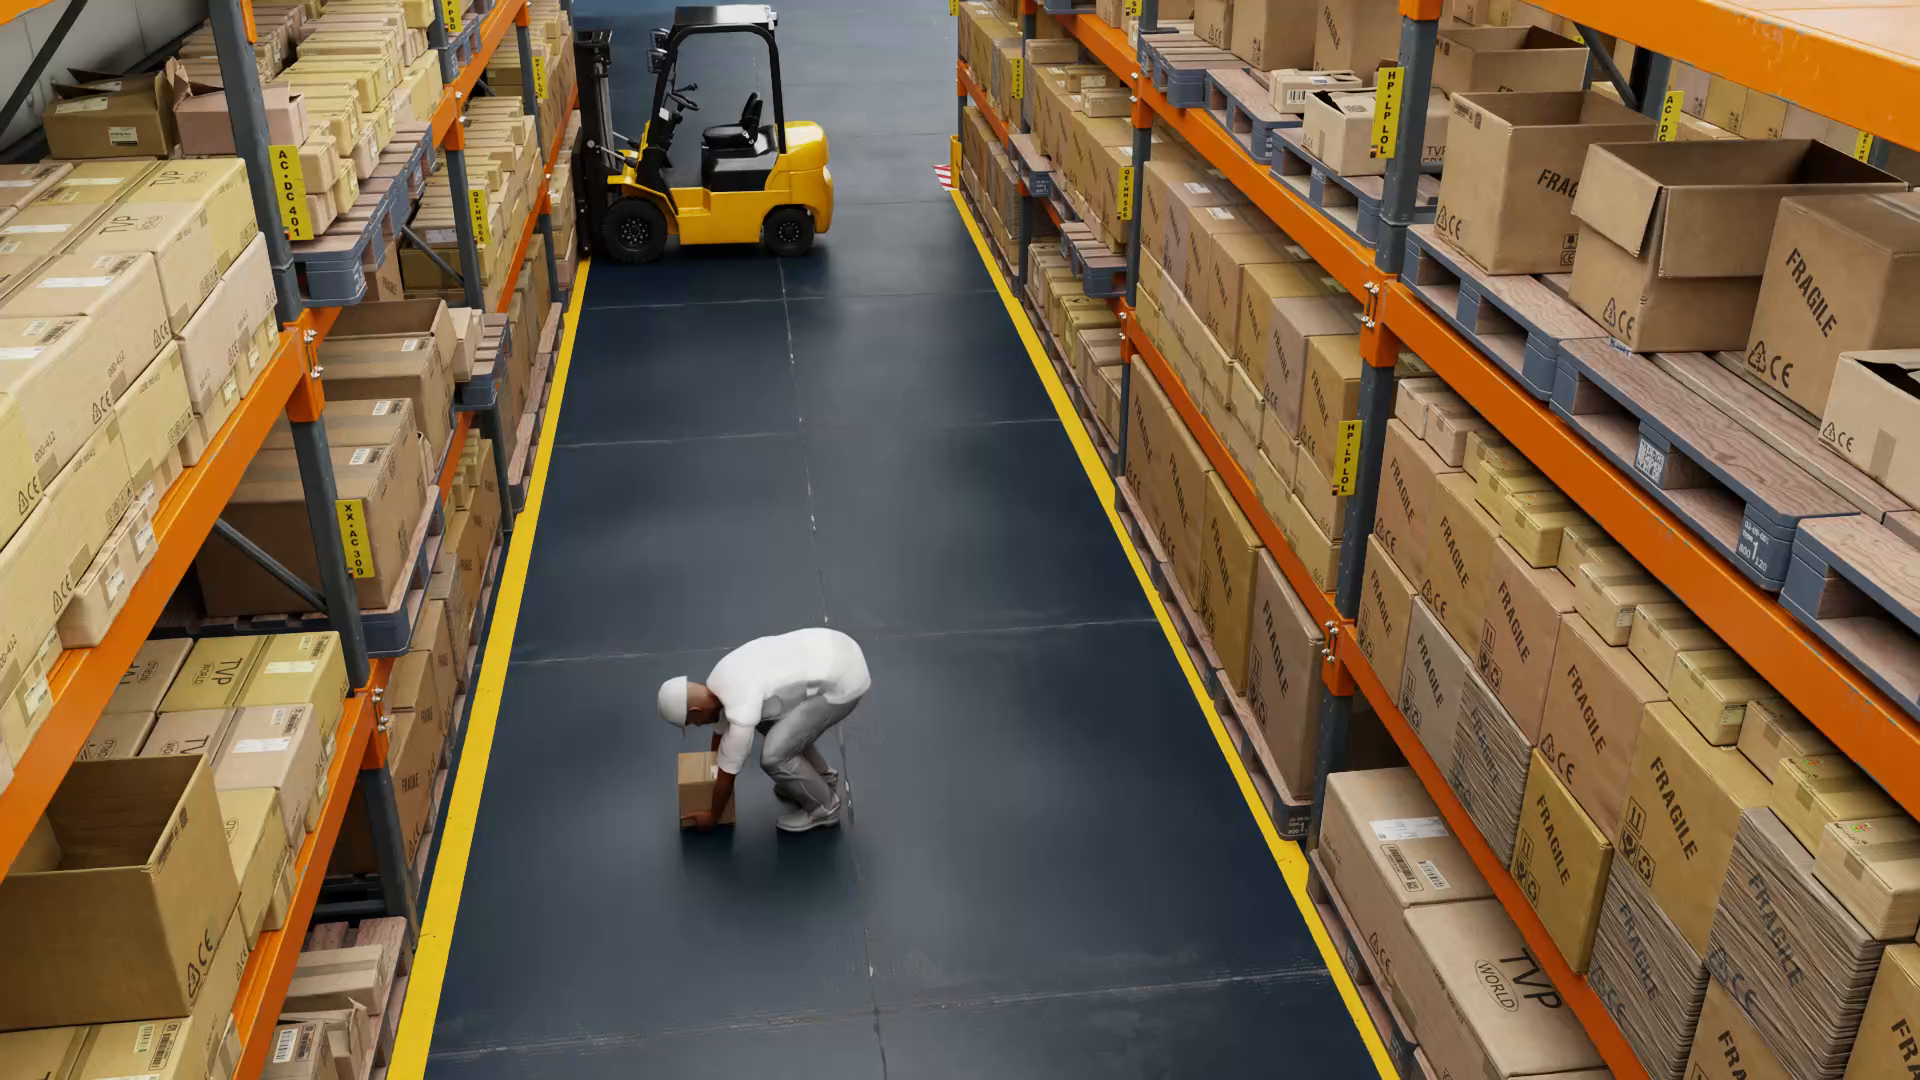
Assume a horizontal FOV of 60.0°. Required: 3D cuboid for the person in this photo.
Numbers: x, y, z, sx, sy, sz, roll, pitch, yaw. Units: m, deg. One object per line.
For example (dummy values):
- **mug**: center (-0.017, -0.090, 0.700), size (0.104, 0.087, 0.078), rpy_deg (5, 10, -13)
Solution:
- **person**: center (-0.902, 0.885, 7.761), size (0.974, 0.938, 0.501), rpy_deg (-5, 27, -9)
